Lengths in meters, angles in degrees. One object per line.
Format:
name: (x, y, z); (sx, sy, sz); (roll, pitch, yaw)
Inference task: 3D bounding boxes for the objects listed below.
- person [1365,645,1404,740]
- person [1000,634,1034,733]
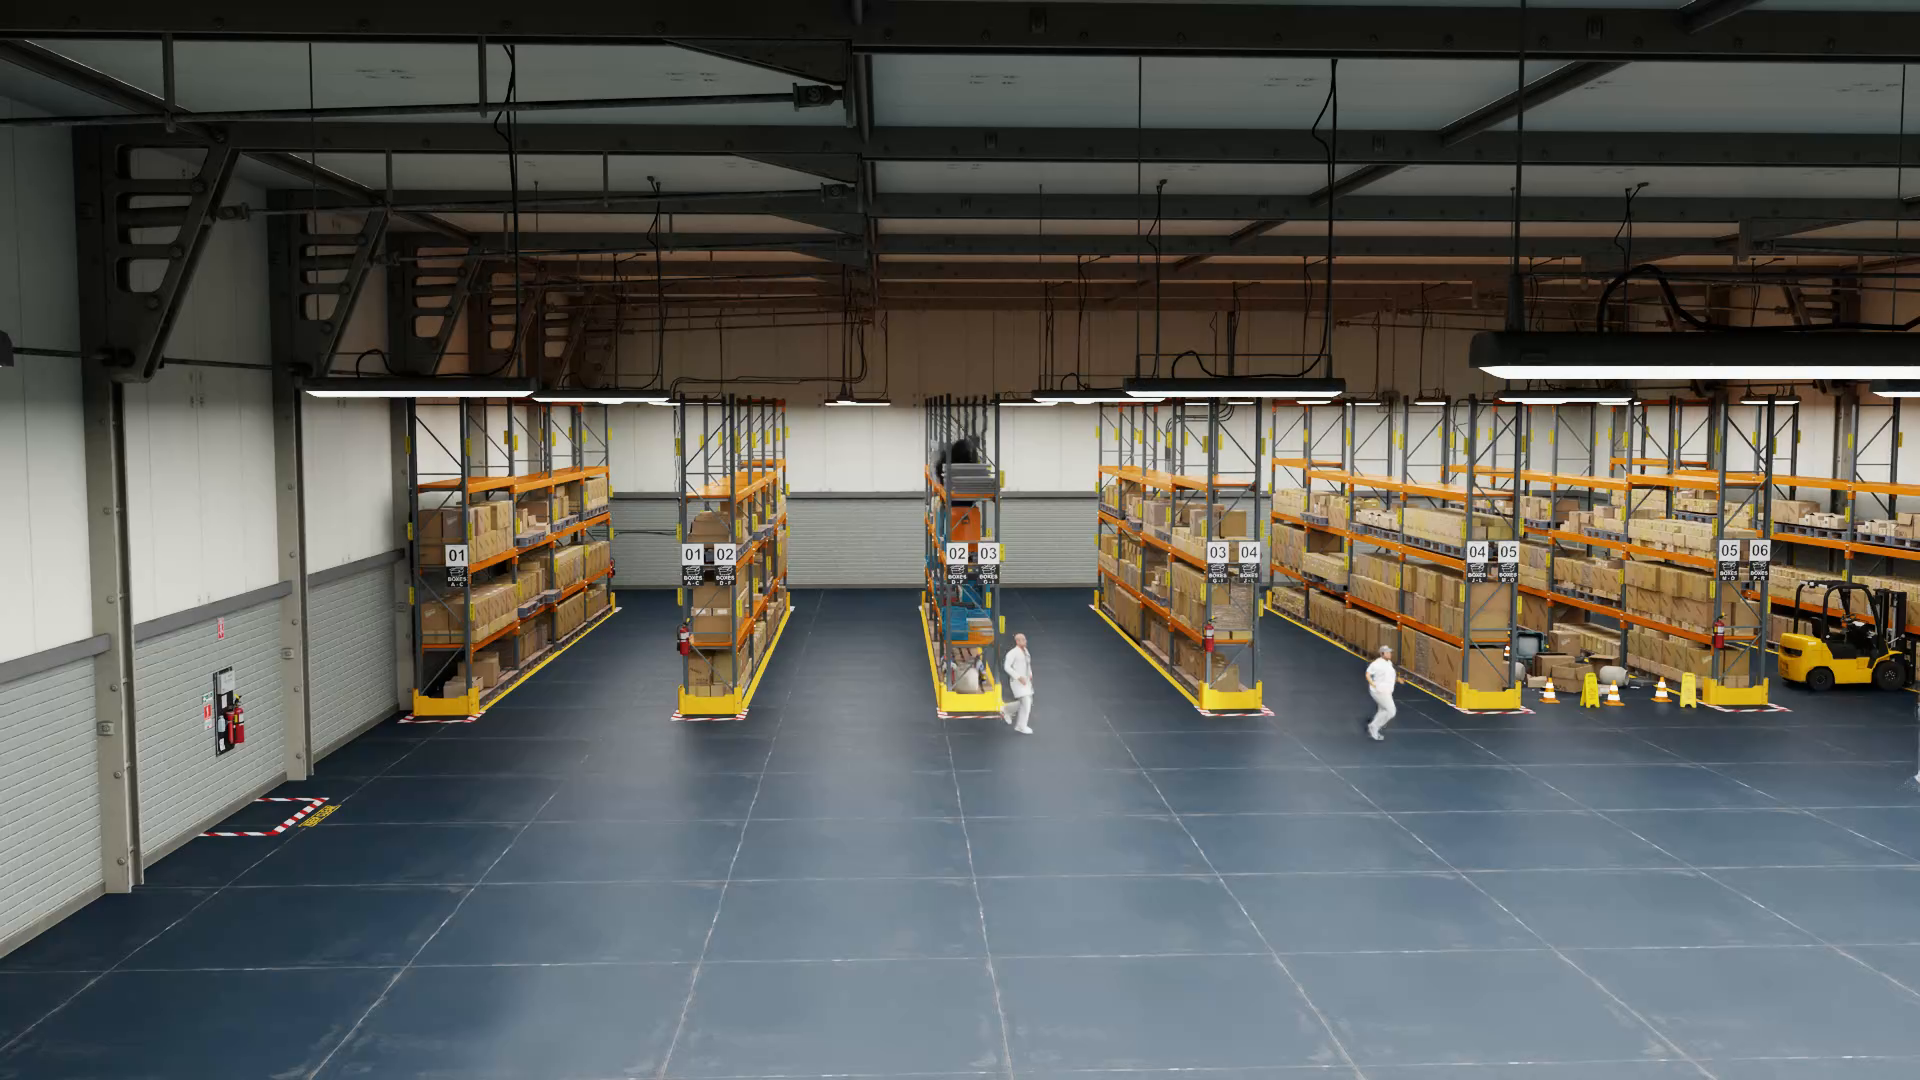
person: (7.355, 2.633, 28.723); (0.577, 1.633, 0.586); (3, 6, 36)
person: (1.004, 2.531, 29.560); (0.717, 1.747, 0.746); (3, 5, 30)
